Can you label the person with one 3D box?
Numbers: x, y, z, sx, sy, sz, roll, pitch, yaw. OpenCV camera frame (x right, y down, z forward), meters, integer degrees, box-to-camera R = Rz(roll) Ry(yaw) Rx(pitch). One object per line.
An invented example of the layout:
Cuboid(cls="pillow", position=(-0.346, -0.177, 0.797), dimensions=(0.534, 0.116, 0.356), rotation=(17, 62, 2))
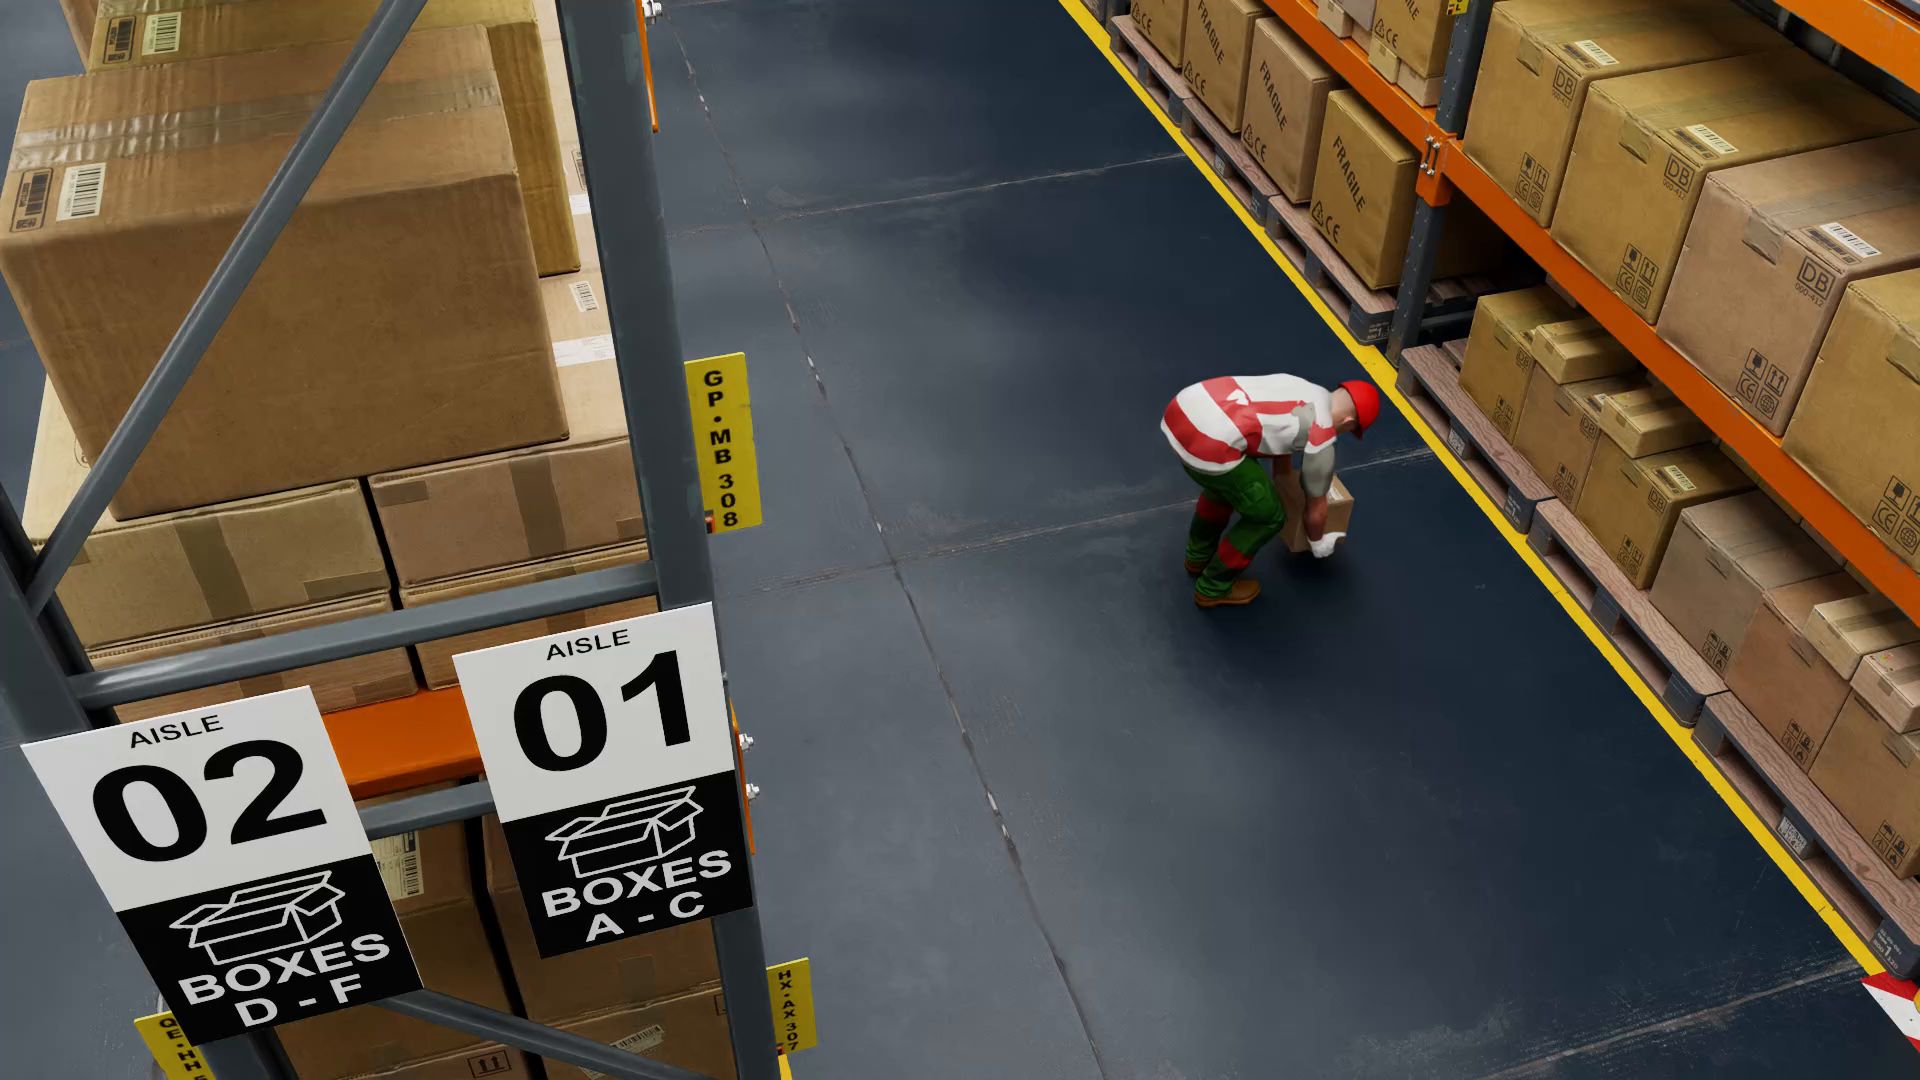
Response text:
Cuboid(cls="person", position=(1.293, -0.260, 6.983), dimensions=(0.959, 1.049, 0.509), rotation=(-14, 44, -15))
